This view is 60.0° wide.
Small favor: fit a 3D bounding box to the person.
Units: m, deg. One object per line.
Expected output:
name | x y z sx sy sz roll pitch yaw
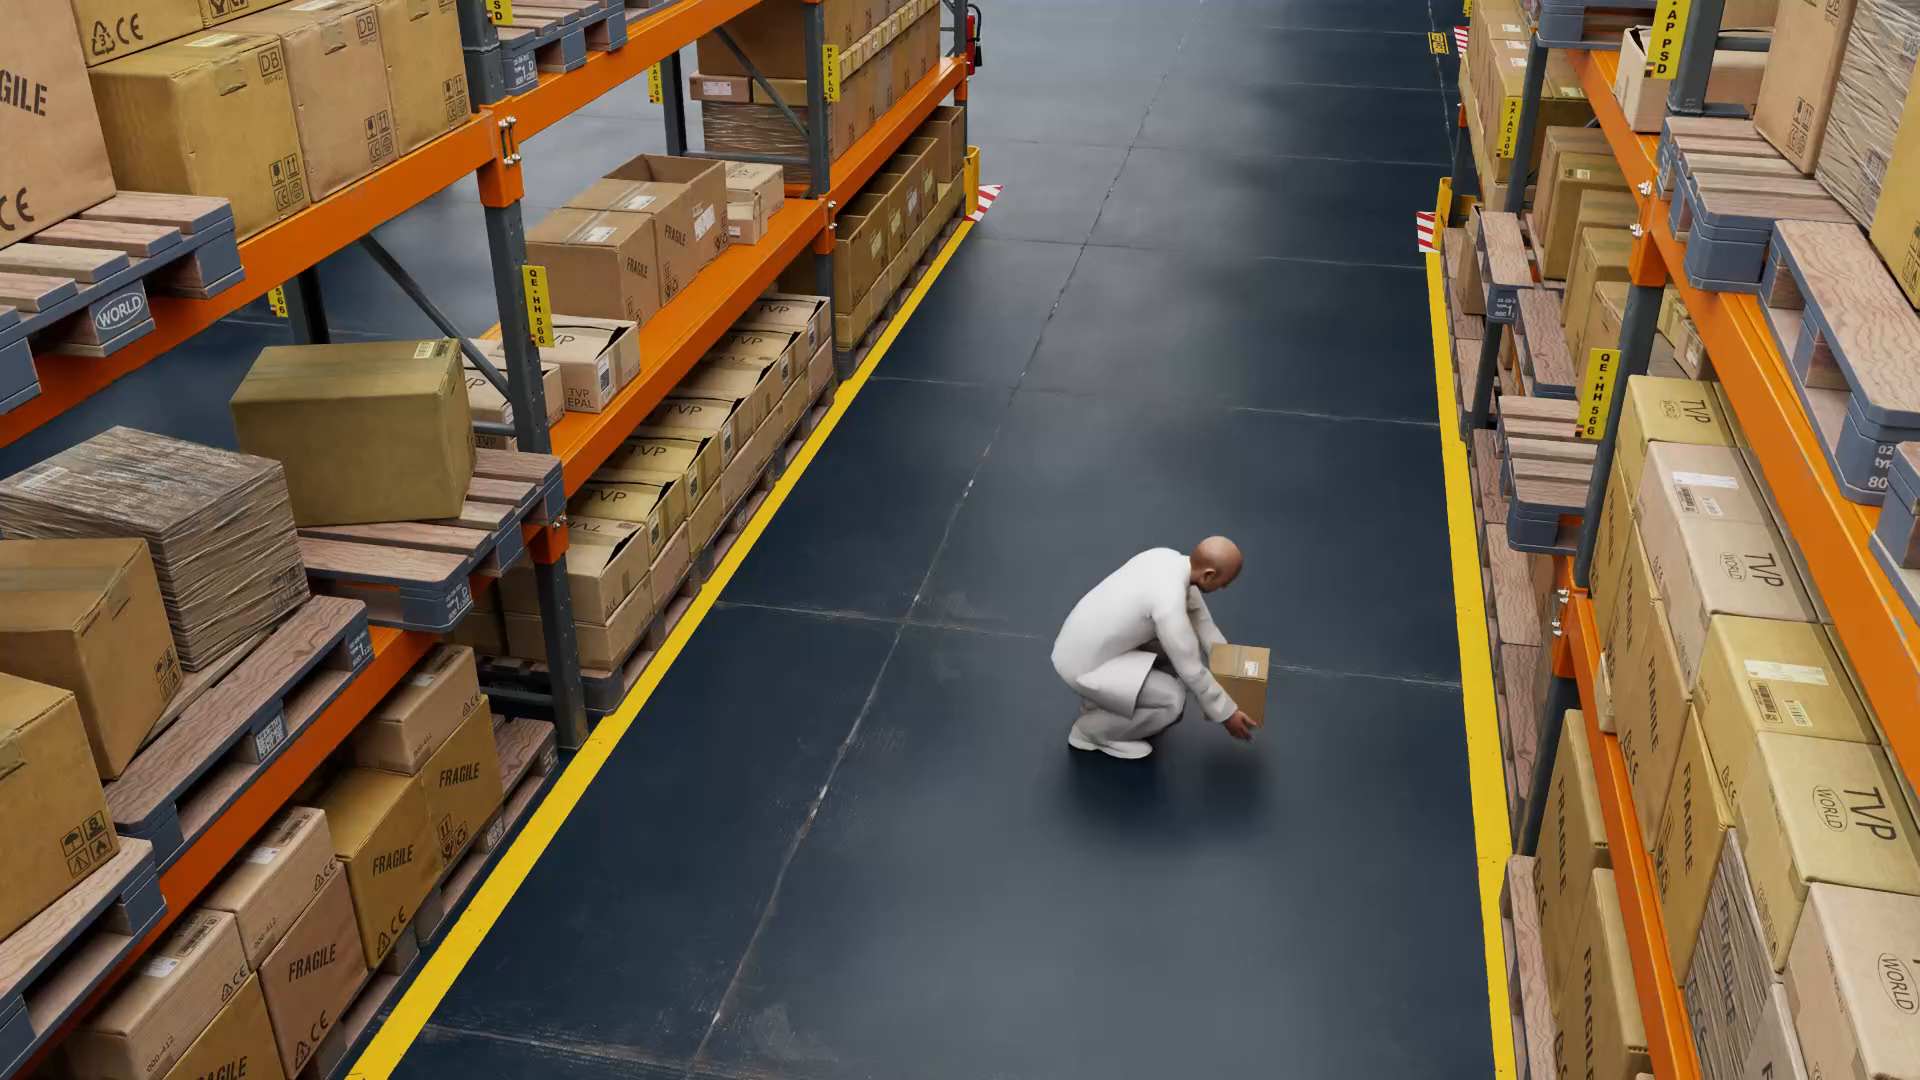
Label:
person | 0.854 0.444 7.162 0.912 0.983 0.588 6 29 10
